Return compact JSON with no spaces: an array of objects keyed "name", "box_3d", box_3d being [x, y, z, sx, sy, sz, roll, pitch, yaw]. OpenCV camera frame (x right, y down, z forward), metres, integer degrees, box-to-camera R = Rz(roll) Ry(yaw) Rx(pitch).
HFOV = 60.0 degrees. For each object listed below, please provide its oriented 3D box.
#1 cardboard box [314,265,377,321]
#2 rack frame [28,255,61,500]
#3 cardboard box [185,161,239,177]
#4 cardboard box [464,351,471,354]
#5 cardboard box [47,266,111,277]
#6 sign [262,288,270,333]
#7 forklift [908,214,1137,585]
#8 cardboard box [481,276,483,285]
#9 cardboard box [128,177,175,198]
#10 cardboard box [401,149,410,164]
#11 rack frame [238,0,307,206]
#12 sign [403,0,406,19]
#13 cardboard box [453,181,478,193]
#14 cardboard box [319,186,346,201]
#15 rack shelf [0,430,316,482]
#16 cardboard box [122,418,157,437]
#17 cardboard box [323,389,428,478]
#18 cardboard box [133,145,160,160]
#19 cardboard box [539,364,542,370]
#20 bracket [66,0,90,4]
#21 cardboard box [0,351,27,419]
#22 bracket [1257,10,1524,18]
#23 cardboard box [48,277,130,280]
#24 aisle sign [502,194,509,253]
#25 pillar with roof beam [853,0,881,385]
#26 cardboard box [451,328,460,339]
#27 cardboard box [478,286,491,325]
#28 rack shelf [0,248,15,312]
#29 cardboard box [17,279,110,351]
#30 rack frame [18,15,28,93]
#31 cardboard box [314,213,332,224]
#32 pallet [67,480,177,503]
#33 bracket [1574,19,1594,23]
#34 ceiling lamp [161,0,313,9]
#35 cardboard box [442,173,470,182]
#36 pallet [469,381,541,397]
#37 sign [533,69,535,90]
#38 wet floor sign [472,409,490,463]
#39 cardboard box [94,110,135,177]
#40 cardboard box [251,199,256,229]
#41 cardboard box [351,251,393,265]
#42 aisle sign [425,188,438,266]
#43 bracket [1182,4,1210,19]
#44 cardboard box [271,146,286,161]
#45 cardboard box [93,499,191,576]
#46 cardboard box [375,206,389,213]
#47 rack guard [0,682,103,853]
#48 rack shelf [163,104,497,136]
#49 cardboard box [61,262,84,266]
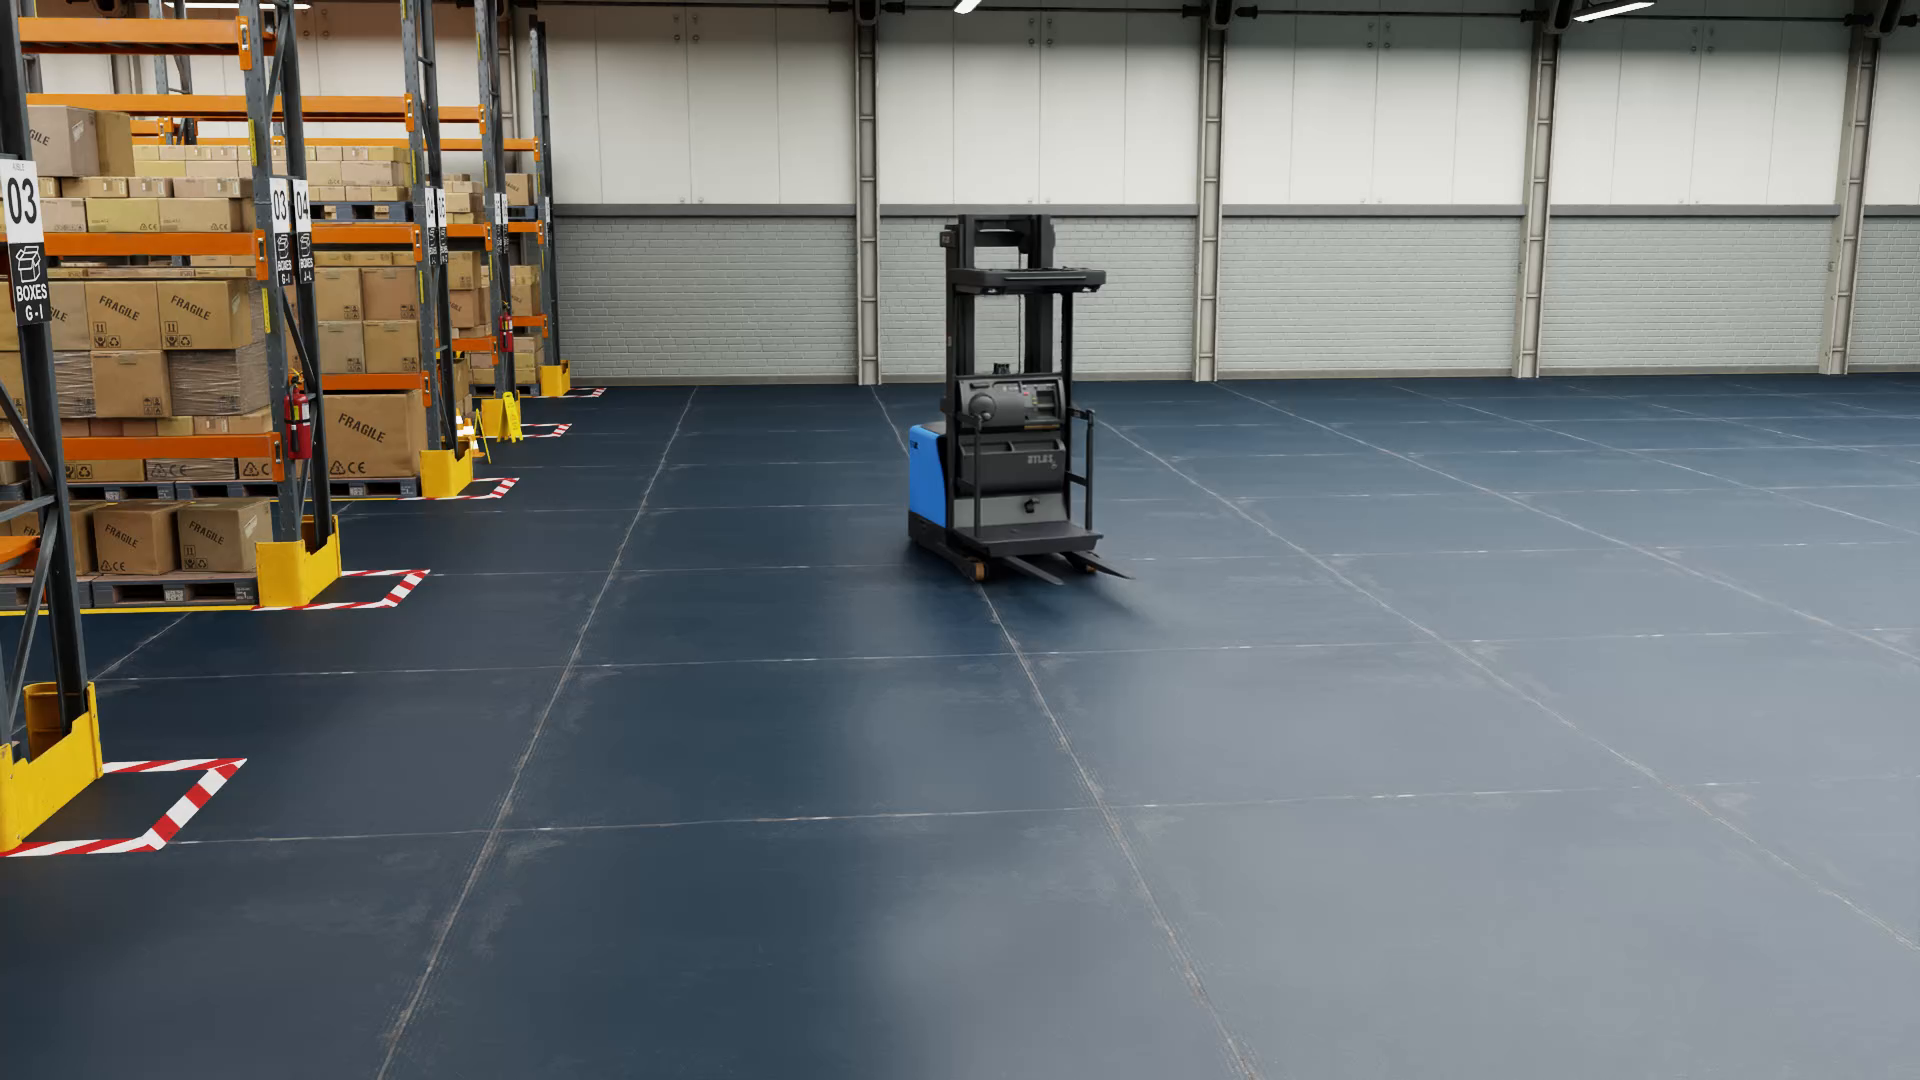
[{"name":"cardboard box","box_3d":[-6.498,-2.602,17.521,0.550,0.550,0.875,-1,11,-6]},{"name":"rack frame","box_3d":[-9.564,-1.945,17.366,0.127,3.000,1.000,-1,11,-6]},{"name":"cardboard box","box_3d":[-7.542,-3.733,16.954,0.500,0.250,0.500,-1,11,-6]},{"name":"cardboard box","box_3d":[-8.194,-3.181,27.101,0.500,0.250,0.500,-1,11,-5]},{"name":"cardboard box","box_3d":[-9.194,-2.549,17.253,0.550,0.550,0.875,-1,11,-6]},{"name":"sign","box_3d":[-5.113,-1.691,12.255,0.005,0.325,0.100,-1,11,-6]},{"name":"forklift","box_3d":[0.511,-1.186,13.682,1.130,2.935,3.031,-4,12,-20]},{"name":"cardboard box","box_3d":[-7.840,-4.226,27.028,0.250,0.149,0.380,-1,11,-6]},{"name":"cardboard box","box_3d":[-5.927,-2.593,12.244,0.250,0.149,0.380,-2,11,-9]},{"name":"cardboard box","box_3d":[-5.954,-4.077,17.673,0.250,0.149,0.380,-1,11,-5]},{"name":"rack frame","box_3d":[-5.153,-4.018,12.362,0.127,3.000,1.000,-1,11,-6]},{"name":"sign","box_3d":[-5.543,-5.364,16.582,0.005,0.325,0.100,-1,11,-6]},{"name":"cardboard box","box_3d":[-6.527,-4.651,21.942,0.250,0.149,0.380,-1,11,-6]},{"name":"cardboard box","box_3d":[-6.388,-3.549,17.055,0.250,0.149,0.380,-1,11,-5]},{"name":"rack shelf","box_3d":[-7.141,-0.680,12.798,4.000,0.370,1.077,-1,11,-6]},{"name":"cardboard box","box_3d":[-6.155,-0.883,12.619,0.250,0.149,0.380,-1,11,-6]},{"name":"cardboard box","box_3d":[-6.255,-1.165,17.818,0.875,0.875,0.875,-1,11,-6]},{"name":"cardboard box","box_3d":[-8.152,-3.904,16.791,0.250,0.149,0.380,-1,11,-5]},{"name":"cardboard box","box_3d":[-7.272,-2.811,27.813,0.500,0.250,0.500,-1,11,-6]},{"name":"bracket","box_3d":[-13.891,-8.593,26.303,0.430,0.232,0.235,-1,11,-6]},{"name":"cardboard box","box_3d":[-7.187,-1.220,12.648,0.500,0.500,0.875,-1,11,-6]},{"name":"bracket","box_3d":[7.407,-9.040,28.573,4.783,0.066,0.076,-1,11,-6]},{"name":"cardboard box","box_3d":[-6.724,-1.781,12.913,0.500,0.500,0.500,-1,11,-6]},{"name":"aisle sign","box_3d":[-6.195,-4.311,22.666,0.004,0.787,0.394,-1,11,-6]},{"name":"pillar with roof beam","box_3d":[-1.122,-6.328,24.112,0.548,9.000,9.100,-1,11,-6]},{"name":"cardboard box","box_3d":[-6.811,-2.777,22.248,0.250,0.149,0.380,-1,11,-7]},{"name":"cardboard box","box_3d":[-6.724,-3.214,22.790,0.500,0.500,0.500,-1,11,-7]},{"name":"rack shelf","box_3d":[-6.606,-1.202,7.677,4.000,0.370,1.077,-1,11,-6]},{"name":"cardboard box","box_3d":[-6.666,-1.680,12.397,0.500,0.500,0.500,-1,11,-6]},{"name":"rack frame","box_3d":[-14.716,-6.704,26.023,0.127,3.000,1.000,-1,11,-6]},{"name":"cardboard box","box_3d":[-8.327,-4.232,21.875,0.250,0.149,0.380,-1,11,-6]},{"name":"pallet","box_3d":[-8.800,-0.577,17.639,1.213,0.211,1.003,-1,11,-6]},{"name":"bracket","box_3d":[10.794,-9.111,28.934,0.430,0.232,0.235,-1,11,-6]},{"name":"ceiling lamp","box_3d":[-10.364,-9.233,23.754,2.000,3.185,0.800,-1,11,-6]},{"name":"cardboard box","box_3d":[-8.205,-5.645,26.804,0.500,0.500,0.700,-1,11,-6]},{"name":"pallet","box_3d":[-7.518,-2.535,27.596,1.213,0.211,1.003,-1,11,-6]},{"name":"sign","box_3d":[-6.718,-7.263,26.242,0.005,0.325,0.100,-1,11,-6]},{"name":"wet floor sign","box_3d":[-5.773,-1.253,19.951,0.232,0.644,0.267,-3,12,-16]},{"name":"cardboard box","box_3d":[-6.658,-3.008,12.671,0.500,0.500,0.500,-1,11,-6]},{"name":"cardboard box","box_3d":[-5.659,-2.512,12.867,0.500,0.250,0.500,-1,11,-4]},{"name":"cardboard box","box_3d":[-7.707,-3.569,22.005,0.500,0.500,0.700,-1,11,-7]},{"name":"aisle sign","box_3d":[-5.485,-3.248,17.254,0.004,0.787,0.394,-1,11,-6]},{"name":"bracket","box_3d":[4.004,-8.968,28.210,0.430,0.232,0.235,-1,11,-6]},{"name":"cardboard box","box_3d":[-6.895,-3.930,16.924,0.250,0.149,0.380,-1,11,-6]},{"name":"cardboard box","box_3d":[-6.366,-0.025,12.995,0.500,0.500,0.500,2,11,9]},{"name":"cardboard box","box_3d":[-7.718,-4.435,21.875,0.500,0.250,0.500,-1,11,-4]},{"name":"rack guard","box_3d":[-4.688,1.112,8.296,0.348,0.500,1.175,-1,11,-6]},{"name":"rack shelf","box_3d":[-8.211,-5.523,21.887,4.000,0.370,1.077,-1,11,-6]},{"name":"cardboard box","box_3d":[-11.588,-3.531,21.635,0.250,0.149,0.380,-2,11,-9]}]
